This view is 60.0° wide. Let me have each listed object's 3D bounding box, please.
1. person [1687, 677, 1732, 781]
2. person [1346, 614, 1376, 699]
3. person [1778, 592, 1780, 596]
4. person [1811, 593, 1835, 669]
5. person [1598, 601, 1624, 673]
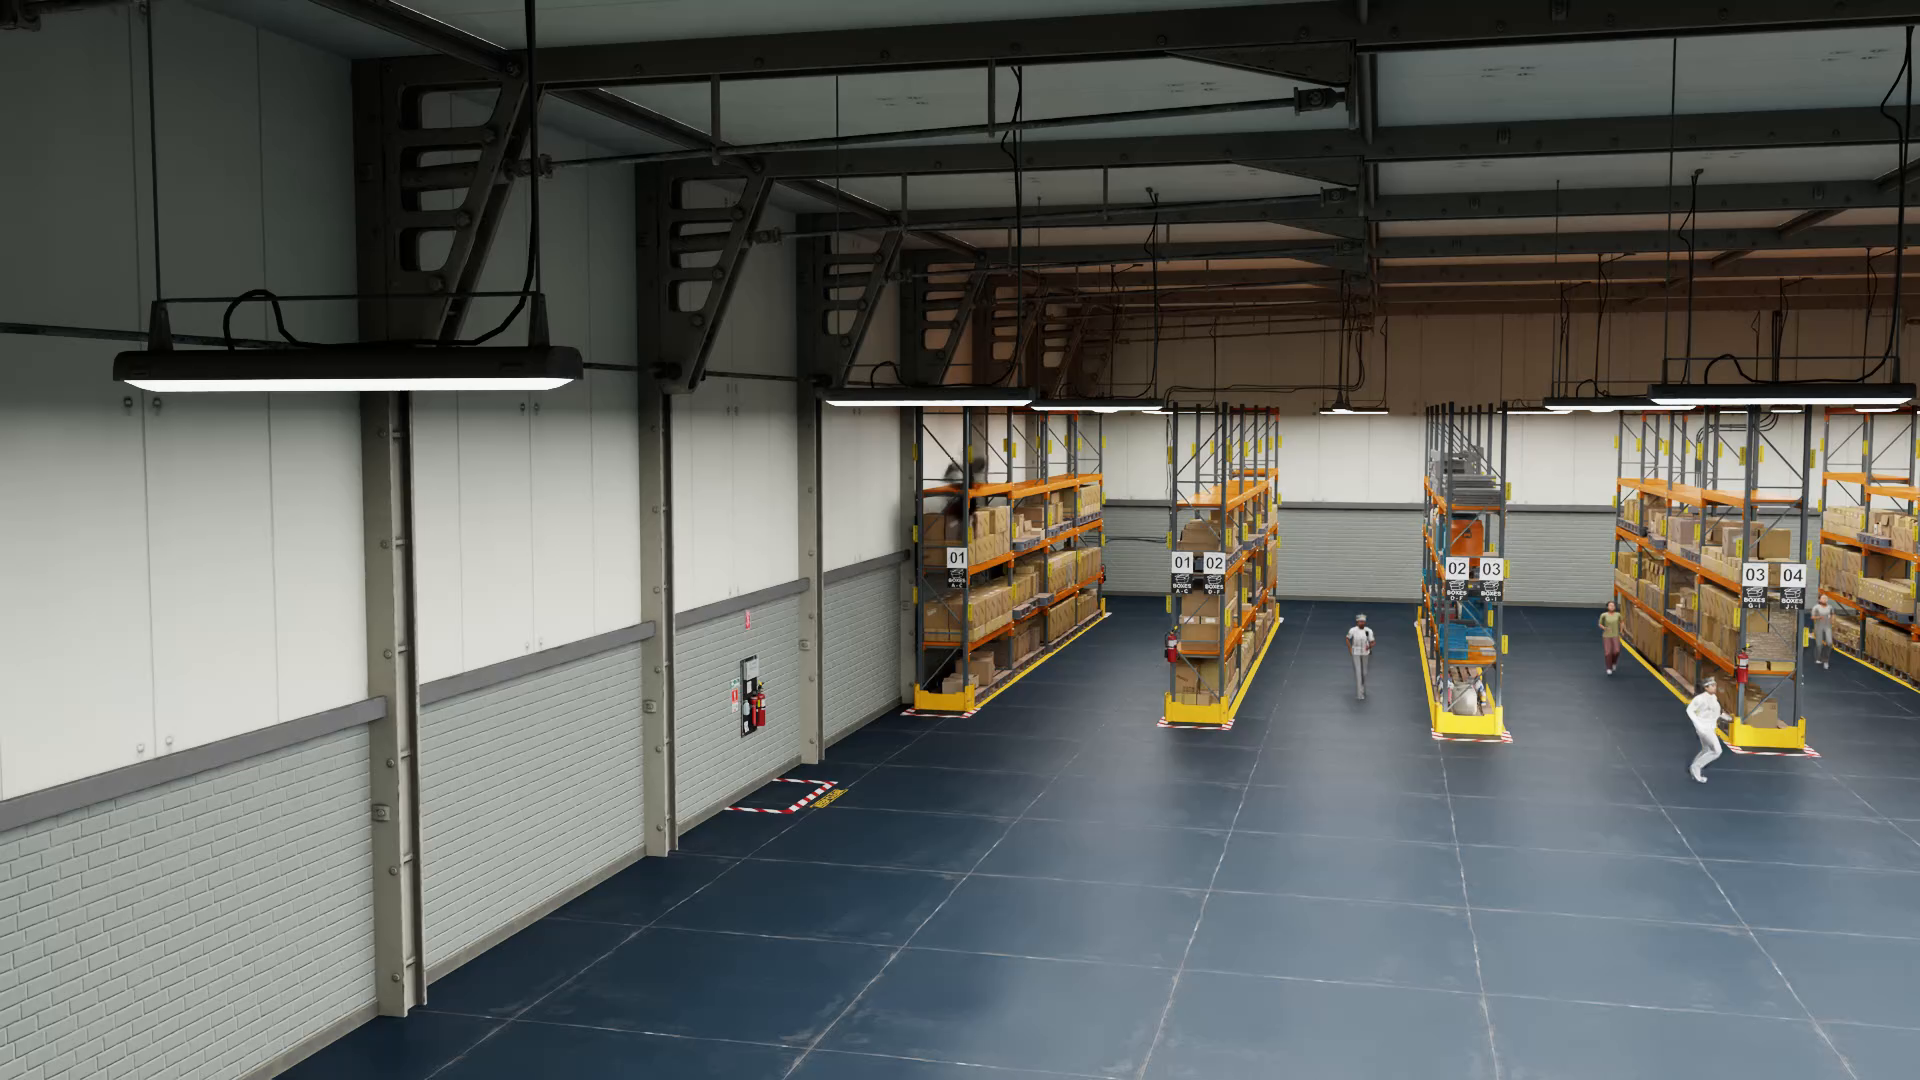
[{"bbox_3d":[11.751,2.959,26.048,0.585,1.665,0.593,4,6,44],"label":"person"},{"bbox_3d":[8.203,2.360,34.009,0.591,1.694,0.800,0,4,6],"label":"person"},{"bbox_3d":[22.008,1.607,44.442,0.558,1.684,0.832,-1,4,-13],"label":"person"},{"bbox_3d":[19.764,2.080,38.078,0.540,1.714,0.689,1,4,15],"label":"person"},{"bbox_3d":[14.509,2.168,37.020,0.566,1.633,0.555,1,4,14],"label":"person"}]
